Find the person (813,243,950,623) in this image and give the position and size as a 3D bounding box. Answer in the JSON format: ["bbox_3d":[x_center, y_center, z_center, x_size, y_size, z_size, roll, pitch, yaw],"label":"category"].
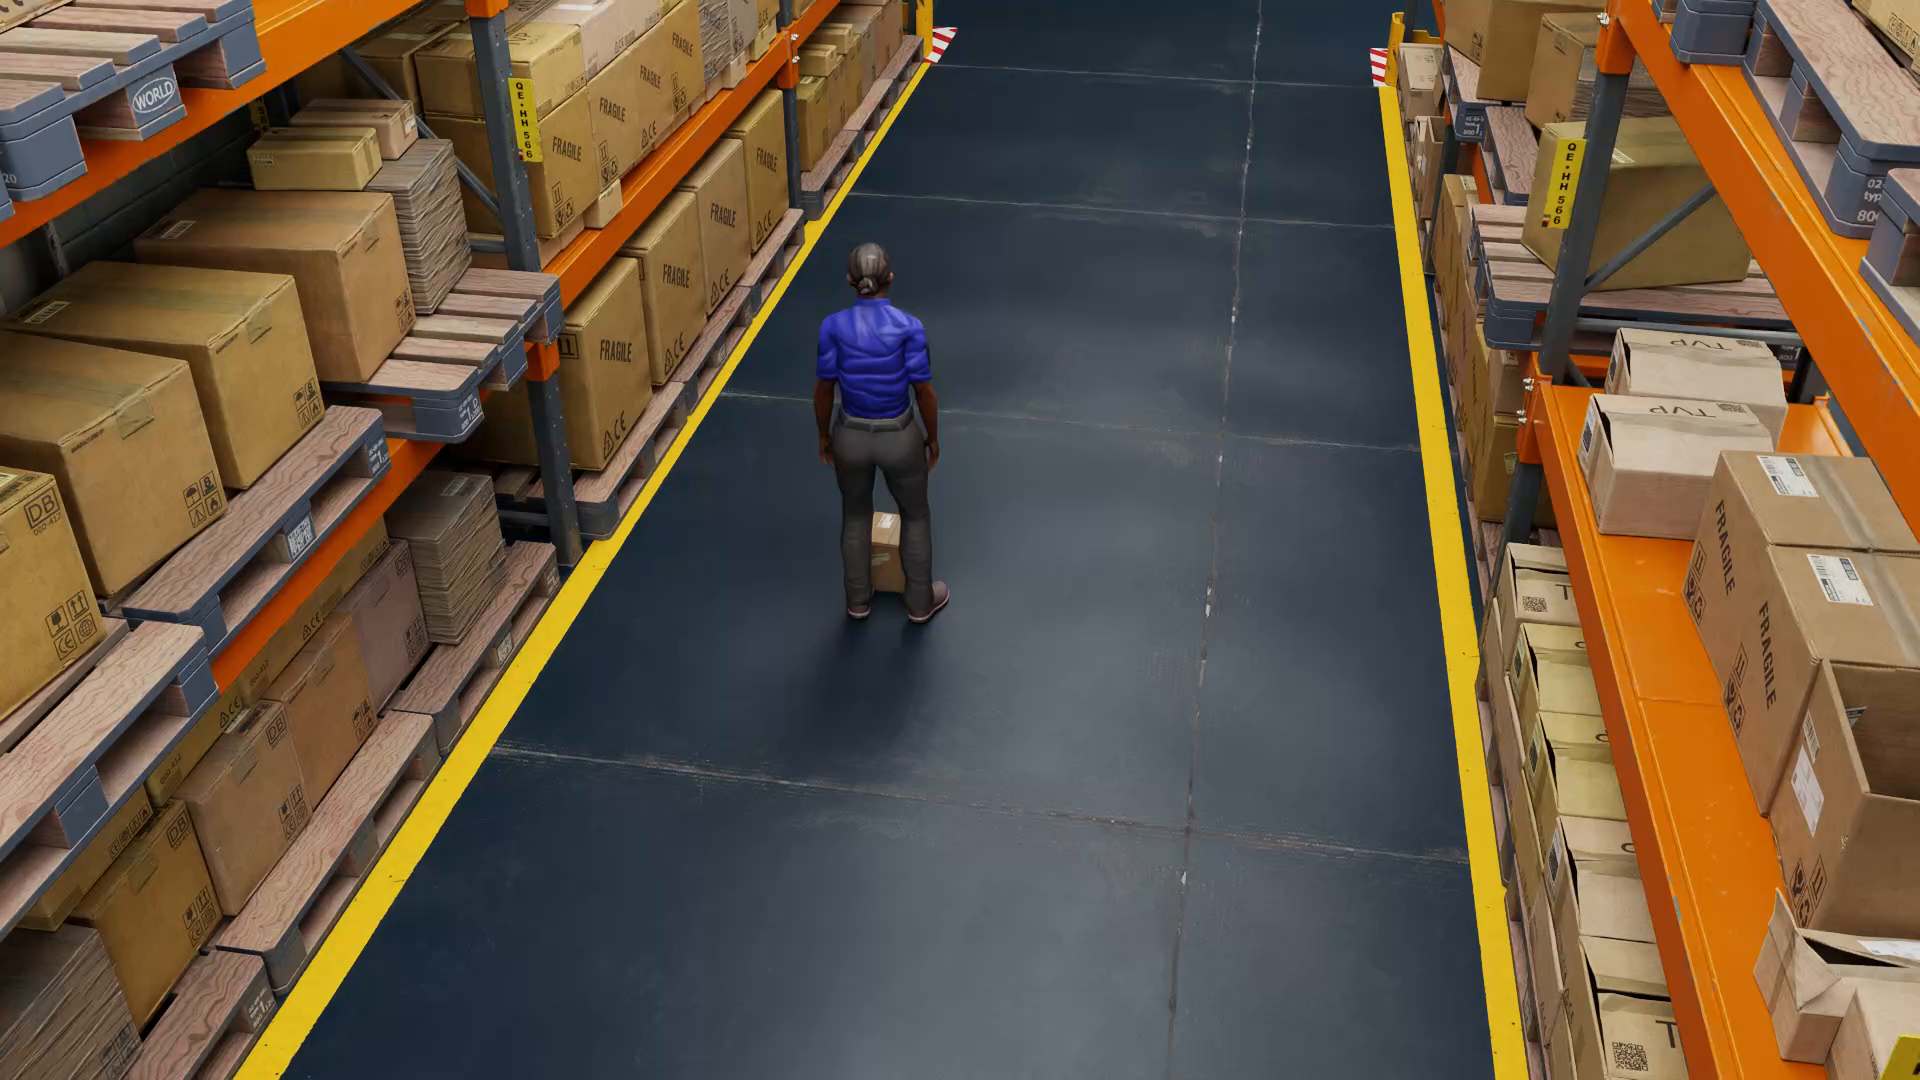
[{"bbox_3d":[-0.320,-0.407,6.780,0.530,1.654,0.352,3,33,5],"label":"person"}]
